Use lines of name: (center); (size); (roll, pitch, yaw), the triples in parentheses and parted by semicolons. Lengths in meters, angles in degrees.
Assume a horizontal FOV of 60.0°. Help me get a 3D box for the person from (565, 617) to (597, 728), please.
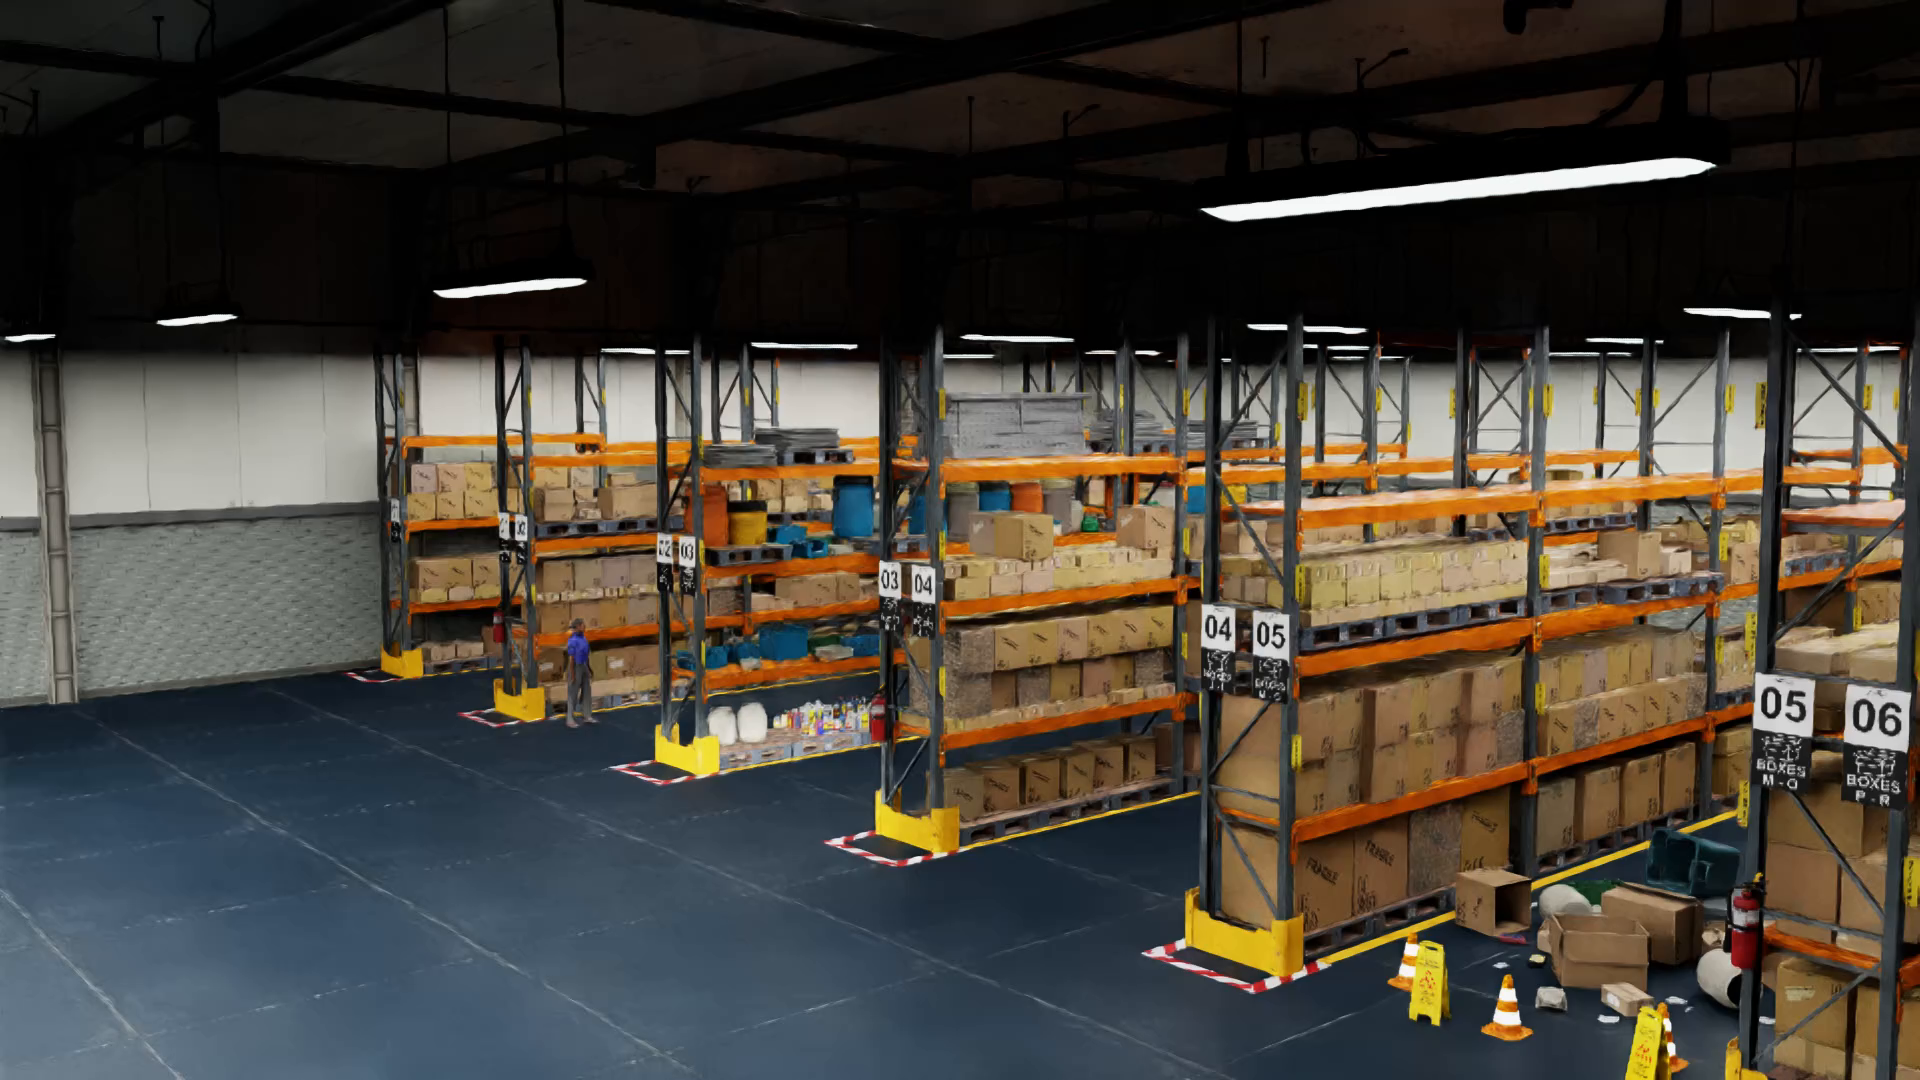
person: (-5.801, 2.009, 25.451); (0.415, 1.661, 0.499); (2, 5, 18)
